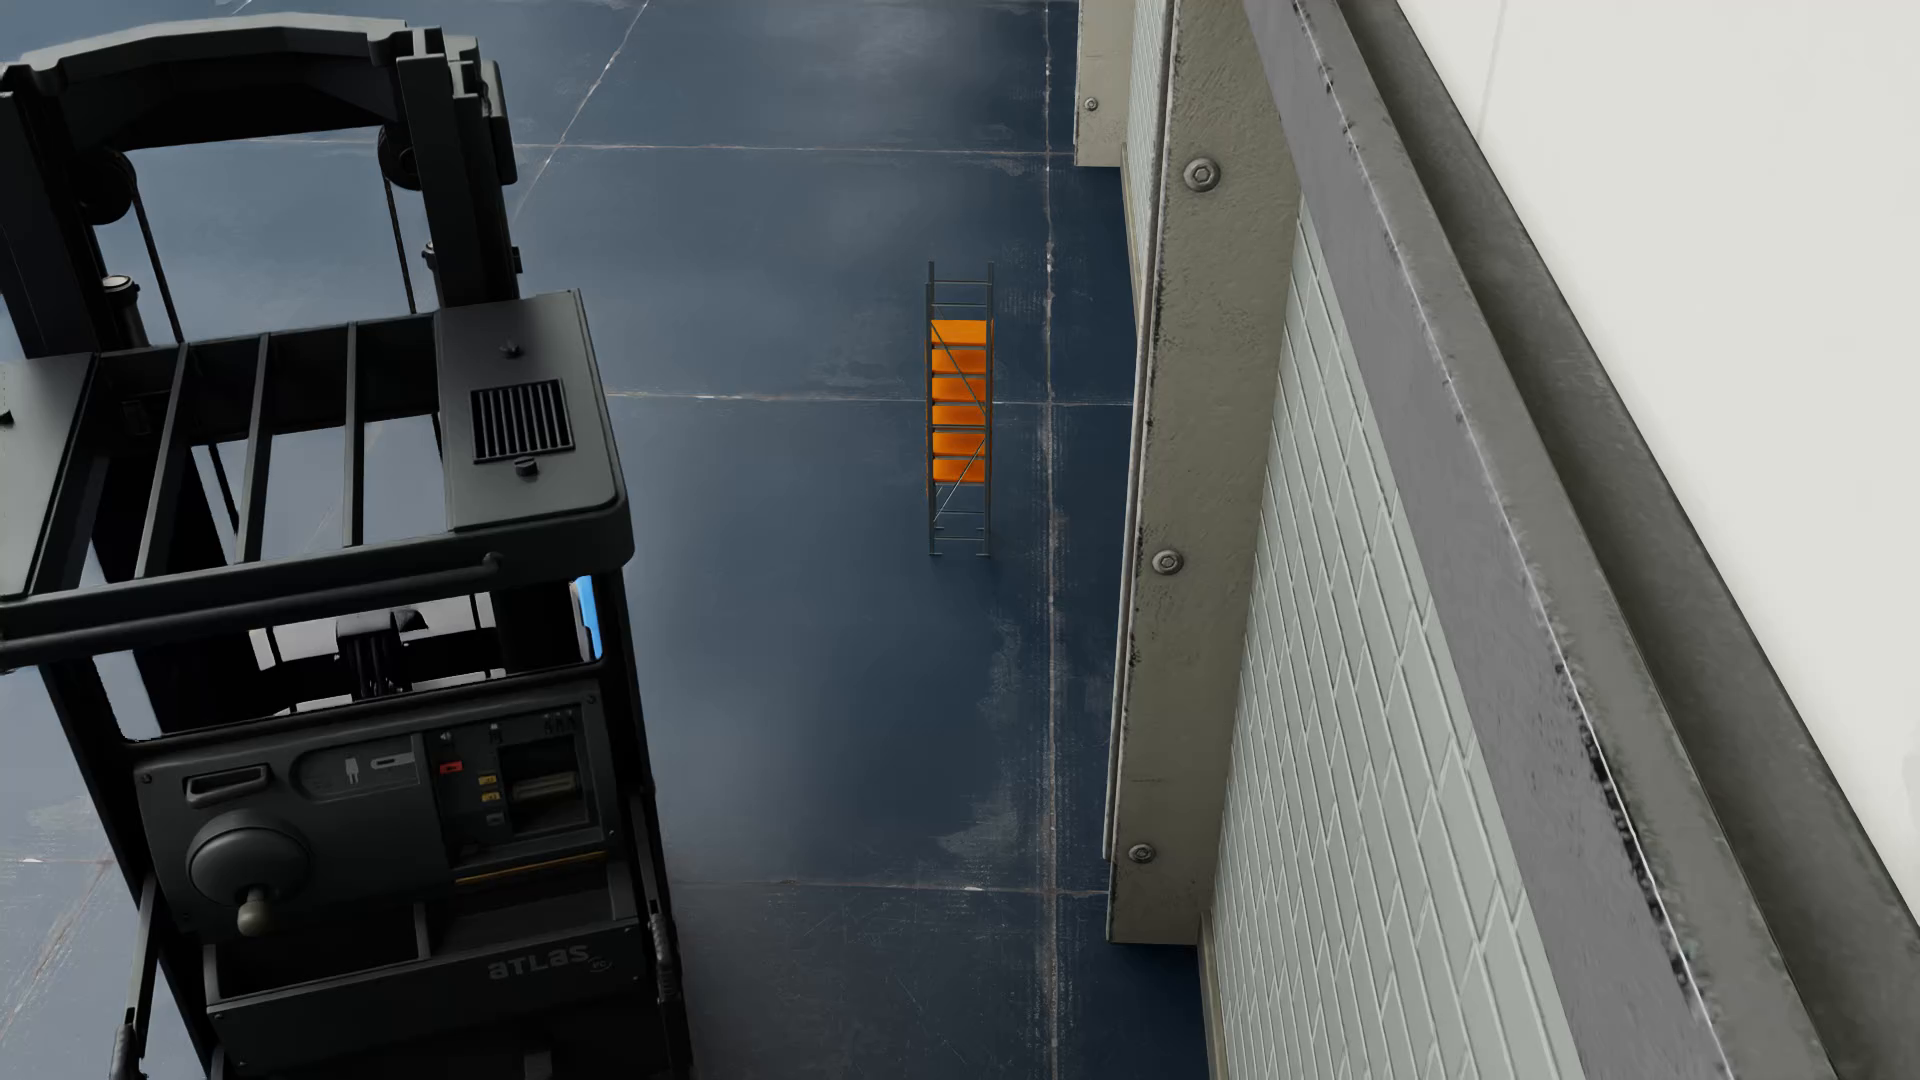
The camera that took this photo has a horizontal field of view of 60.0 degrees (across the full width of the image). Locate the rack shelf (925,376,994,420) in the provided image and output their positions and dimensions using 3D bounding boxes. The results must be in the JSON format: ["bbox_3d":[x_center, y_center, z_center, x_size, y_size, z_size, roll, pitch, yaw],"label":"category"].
[{"bbox_3d":[-0.001,-0.544,6.350,0.258,0.103,0.180,1,35,2],"label":"rack shelf"}]

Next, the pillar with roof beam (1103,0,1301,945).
[{"bbox_3d":[-3.696,-2.678,2.734,9.100,9.000,0.400,1,35,2],"label":"pillar with roof beam"}]

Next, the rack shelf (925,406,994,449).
[{"bbox_3d":[-0.001,-0.446,6.419,0.258,0.103,0.180,1,35,2],"label":"rack shelf"}]

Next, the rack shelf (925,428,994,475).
[{"bbox_3d":[-0.001,-0.348,6.488,0.258,0.103,0.180,1,35,2],"label":"rack shelf"}]

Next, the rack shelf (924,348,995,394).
[{"bbox_3d":[-0.001,-0.643,6.281,0.258,0.103,0.180,1,35,2],"label":"rack shelf"}]

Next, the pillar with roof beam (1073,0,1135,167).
[{"bbox_3d":[-3.455,-6.125,7.639,9.100,9.000,0.400,1,35,2],"label":"pillar with roof beam"}]

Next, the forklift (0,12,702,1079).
[{"bbox_3d":[-1.141,0.626,3.311,1.130,2.935,3.031,-9,36,-13],"label":"forklift"}]

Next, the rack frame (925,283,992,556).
[{"bbox_3d":[-0.004,-0.430,6.318,0.240,1.200,0.006,1,35,2],"label":"rack frame"}]

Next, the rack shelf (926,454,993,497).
[{"bbox_3d":[-0.001,-0.250,6.557,0.258,0.103,0.180,1,35,2],"label":"rack shelf"}]

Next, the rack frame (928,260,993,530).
[{"bbox_3d":[0.003,-0.535,6.468,0.240,1.200,0.006,1,35,2],"label":"rack frame"}]

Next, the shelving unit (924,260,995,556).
[{"bbox_3d":[-0.001,-0.483,6.393,0.258,1.200,0.189,1,35,2],"label":"shelving unit"}]

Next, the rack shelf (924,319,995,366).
[{"bbox_3d":[-0.001,-0.741,6.212,0.258,0.103,0.180,1,35,2],"label":"rack shelf"}]
